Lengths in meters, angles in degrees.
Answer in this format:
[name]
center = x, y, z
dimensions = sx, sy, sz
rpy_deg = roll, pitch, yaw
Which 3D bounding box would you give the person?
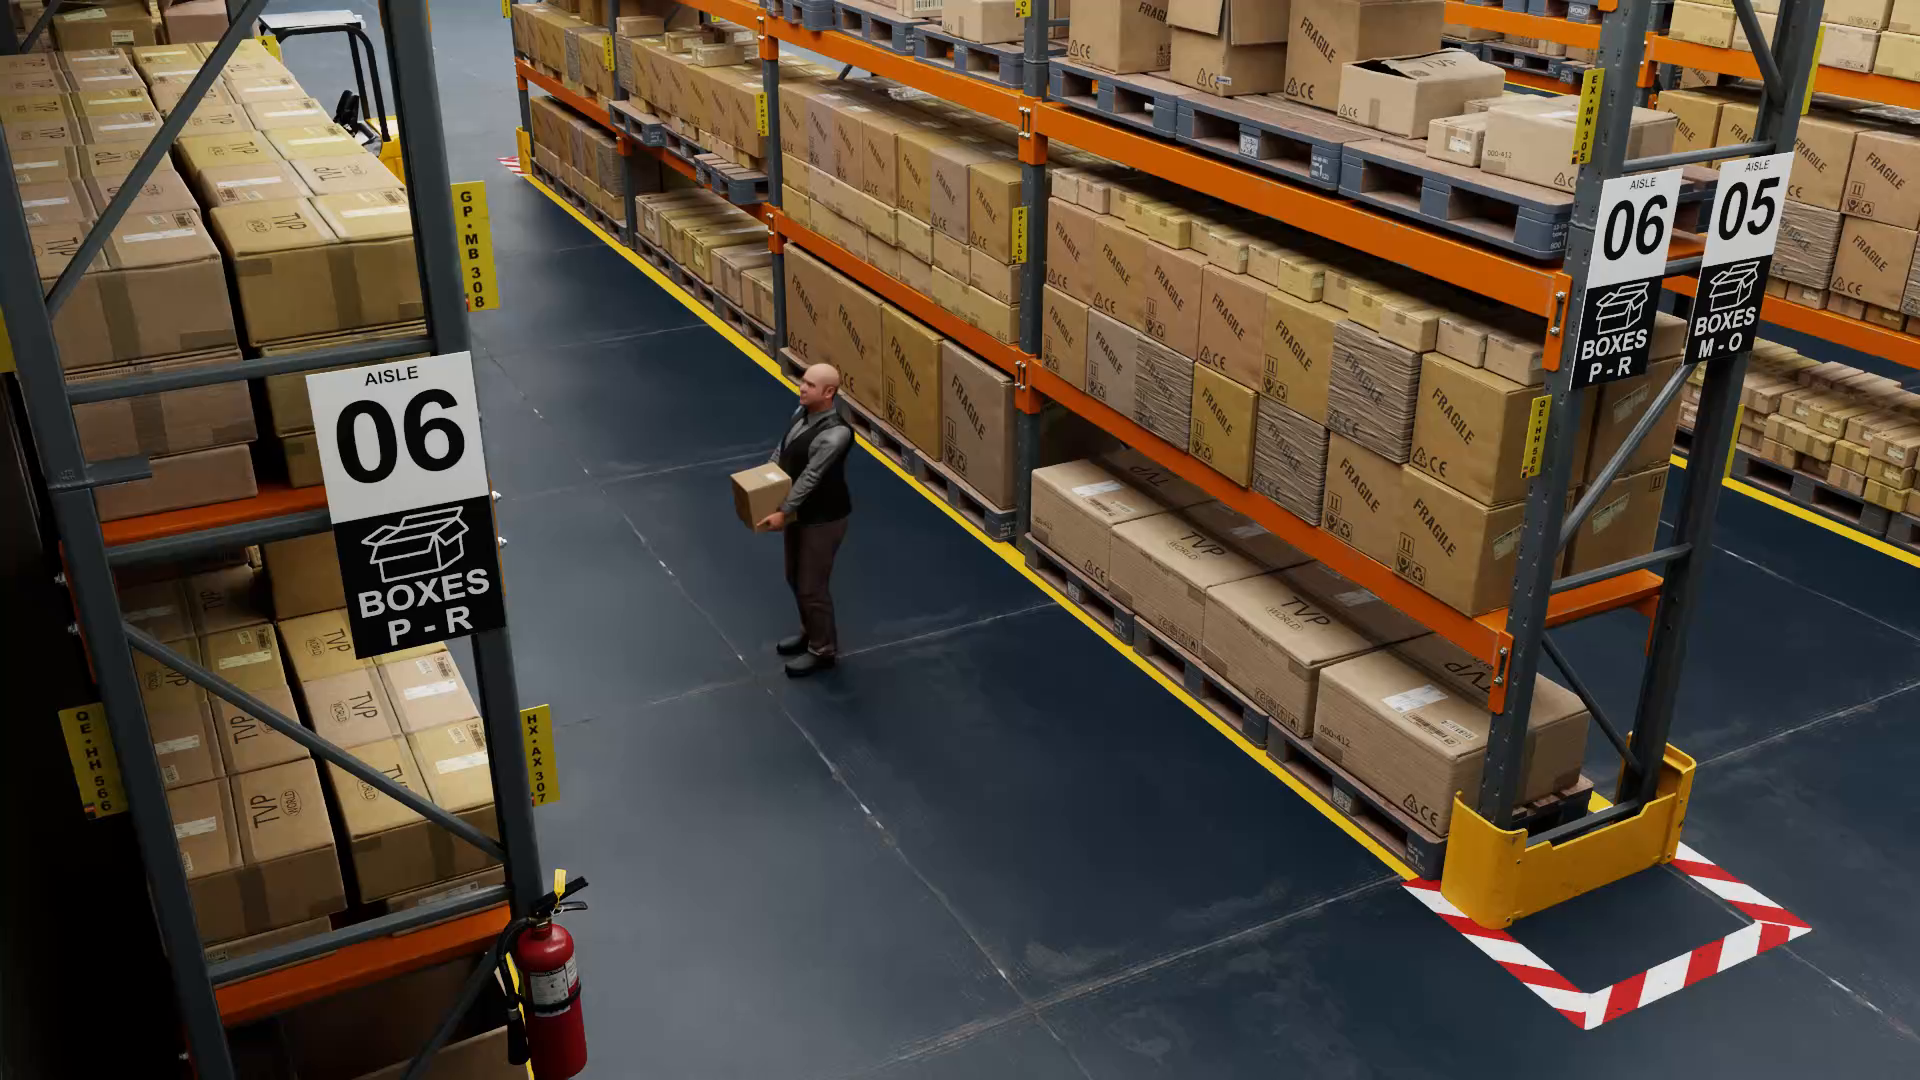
[person]
center = -0.858, -0.102, 8.865
dimensions = 0.559, 1.711, 0.494
rpy_deg = -13, 28, -25
